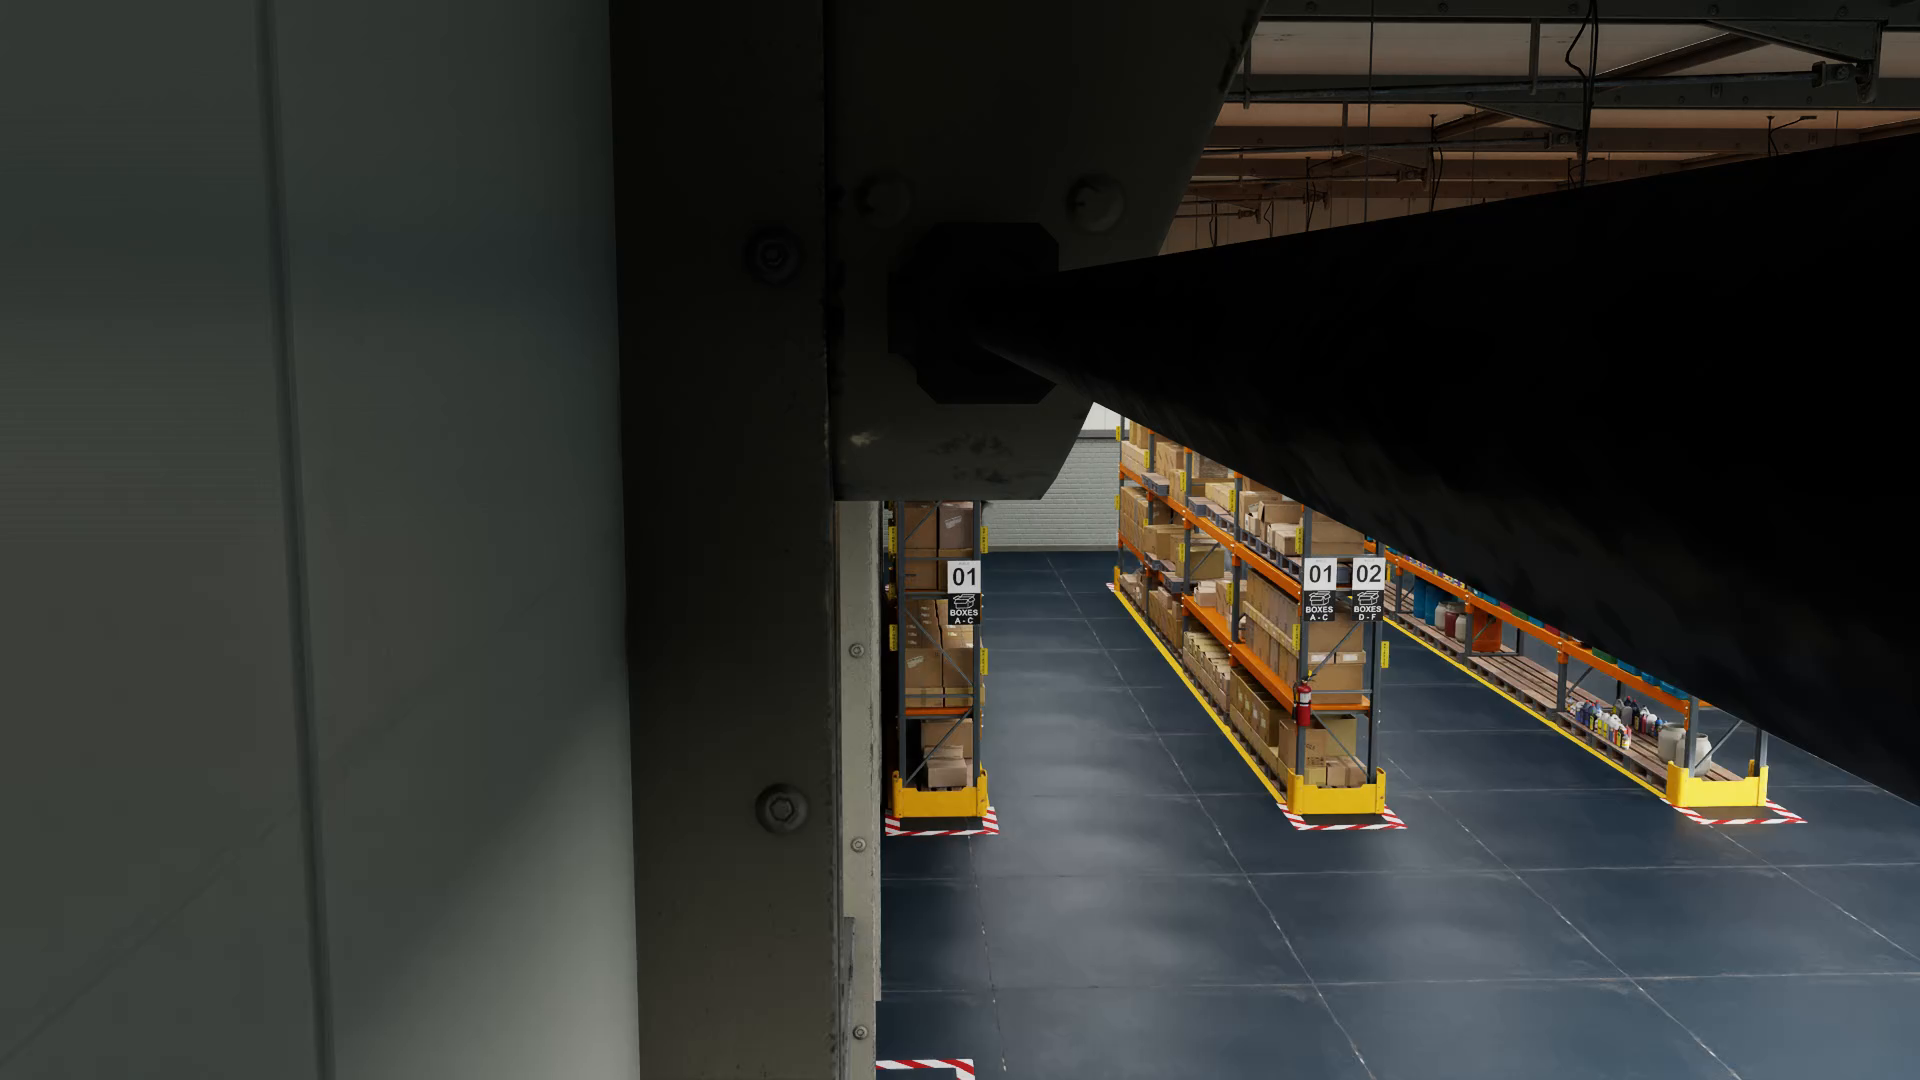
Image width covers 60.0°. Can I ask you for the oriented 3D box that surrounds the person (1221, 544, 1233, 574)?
[{"bbox_3d":[5.763,0.216,36.490,0.672,1.752,0.956,-7,11,-41],"label":"person"}]
